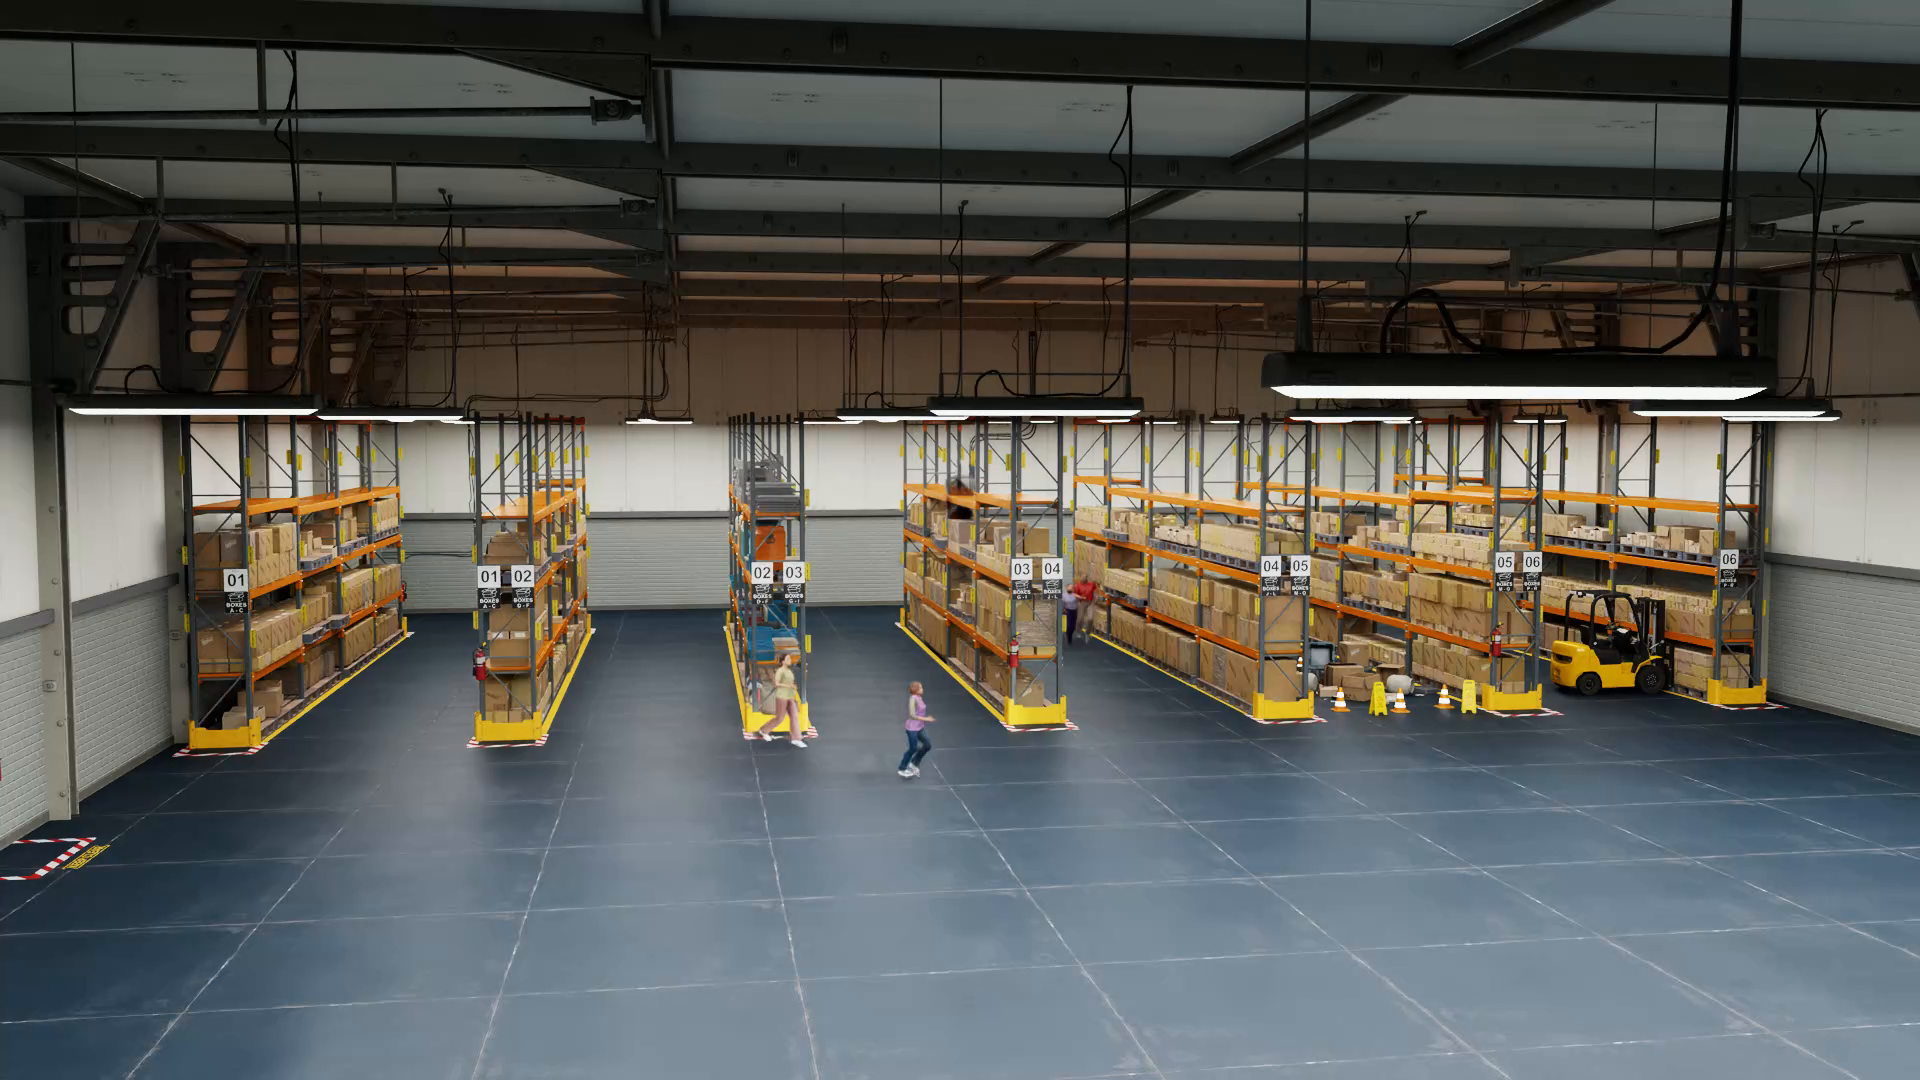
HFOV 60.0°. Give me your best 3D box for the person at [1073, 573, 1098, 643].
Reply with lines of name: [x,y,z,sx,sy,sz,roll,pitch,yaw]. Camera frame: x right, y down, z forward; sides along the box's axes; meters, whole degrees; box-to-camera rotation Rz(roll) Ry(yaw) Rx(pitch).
person: [3.218,1.733,42.489,0.677,1.790,0.834,0,4,-6]

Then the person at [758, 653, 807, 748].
person: [-3.163,2.859,29.798,0.942,1.686,0.587,1,4,20]

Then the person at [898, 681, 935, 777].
person: [-0.698,3.087,27.097,0.643,1.590,0.558,1,4,18]

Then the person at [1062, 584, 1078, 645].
person: [2.892,1.958,43.891,0.635,1.609,0.582,-1,4,-13]

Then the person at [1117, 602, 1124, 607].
person: [5.029,1.455,50.073,0.813,1.743,0.652,-1,4,-14]
